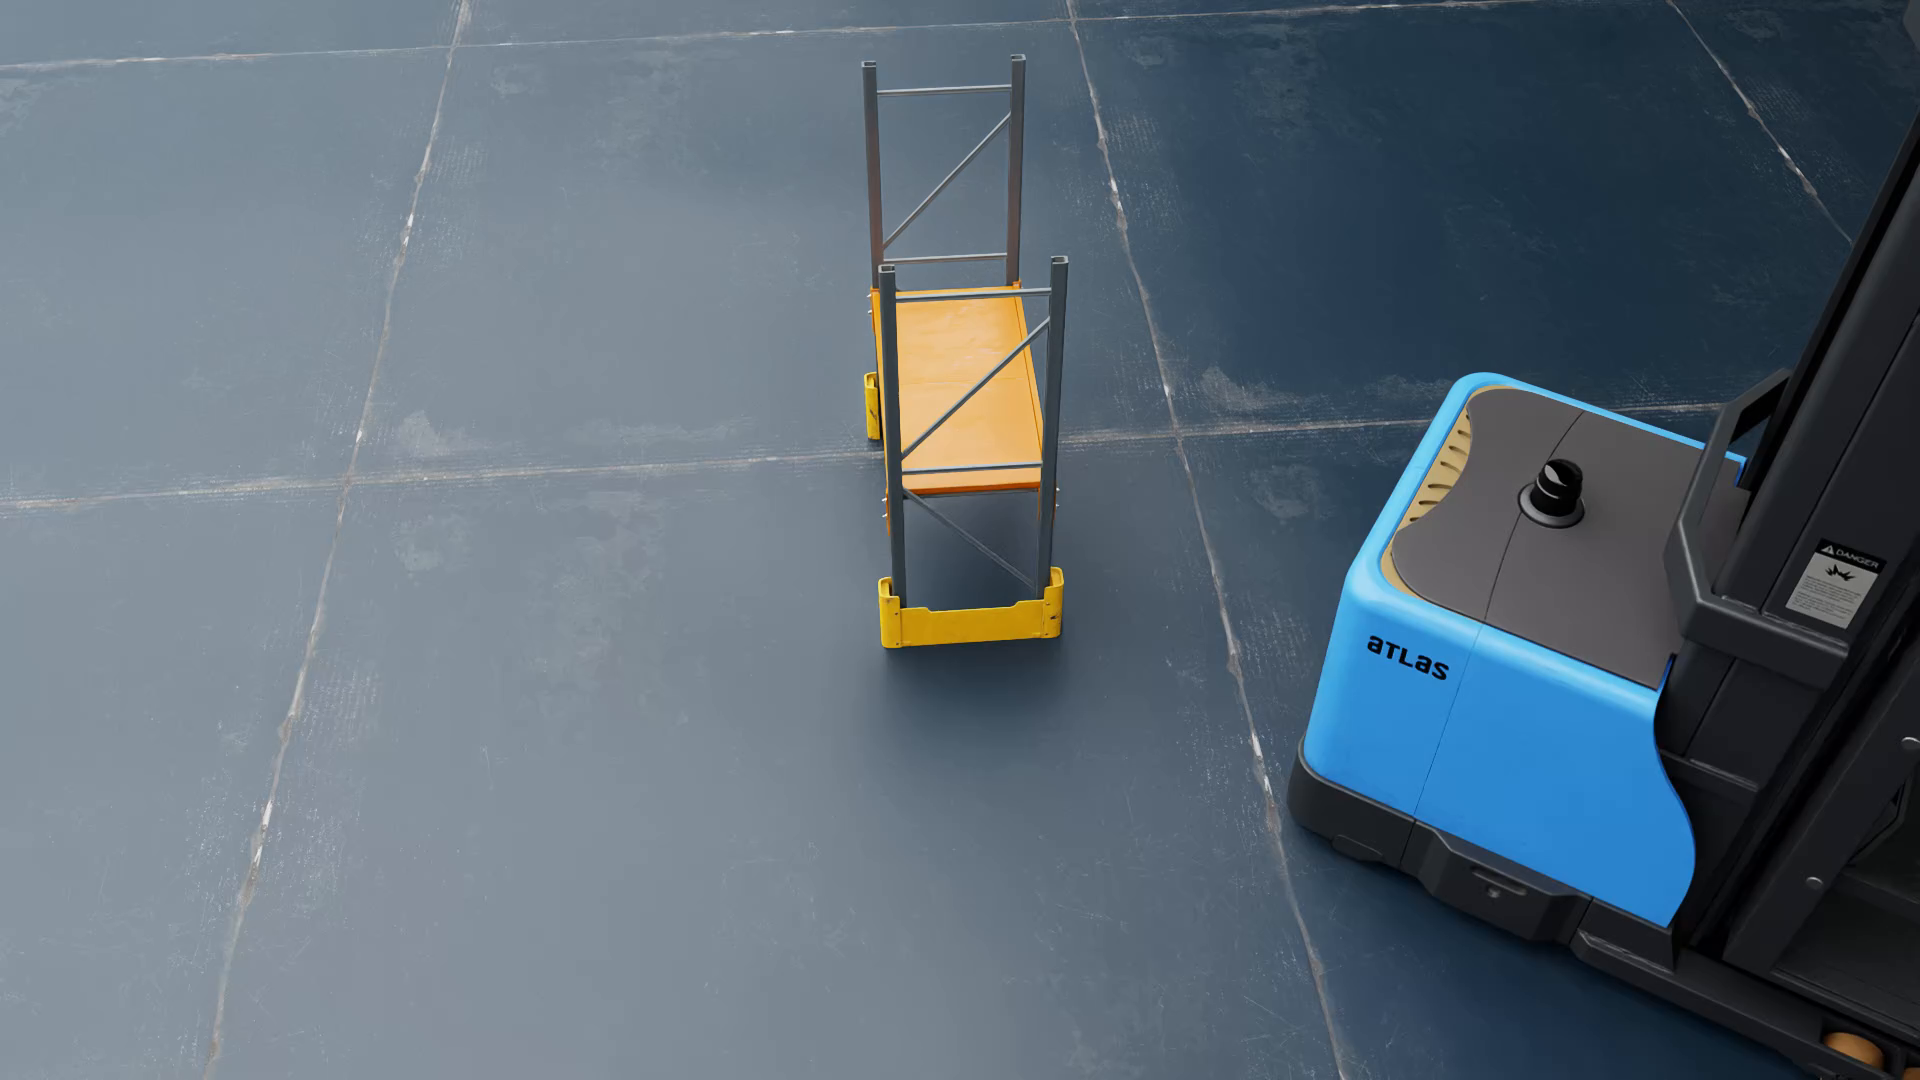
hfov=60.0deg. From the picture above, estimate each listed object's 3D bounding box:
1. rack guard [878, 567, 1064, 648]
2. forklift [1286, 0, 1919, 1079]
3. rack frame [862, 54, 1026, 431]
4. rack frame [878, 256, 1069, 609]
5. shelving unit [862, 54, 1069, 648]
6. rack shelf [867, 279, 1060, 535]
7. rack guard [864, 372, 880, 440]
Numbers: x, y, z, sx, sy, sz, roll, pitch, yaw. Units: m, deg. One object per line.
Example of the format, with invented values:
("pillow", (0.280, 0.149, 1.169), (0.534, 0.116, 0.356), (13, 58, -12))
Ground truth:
("rack guard", (0.035, 0.219, 5.370), (0.587, 0.250, 0.087), (-3, 47, -3))
("forklift", (2.500, 0.068, 3.667), (3.031, 2.935, 1.130), (23, 51, 20))
("rack frame", (-0.050, -0.945, 5.612), (0.500, 1.500, 0.032), (-3, 47, -3))
("rack frame", (0.035, -0.210, 4.916), (0.500, 1.500, 0.032), (-3, 47, -3))
("shelving unit", (-0.006, -0.571, 5.258), (0.587, 1.500, 1.083), (-3, 47, -3))
("rack shelf", (-0.007, -0.454, 5.395), (0.538, 0.185, 1.000), (-3, 47, -3))
("rack guard", (-0.048, -0.501, 6.053), (0.587, 0.250, 0.087), (-3, 47, -3))
